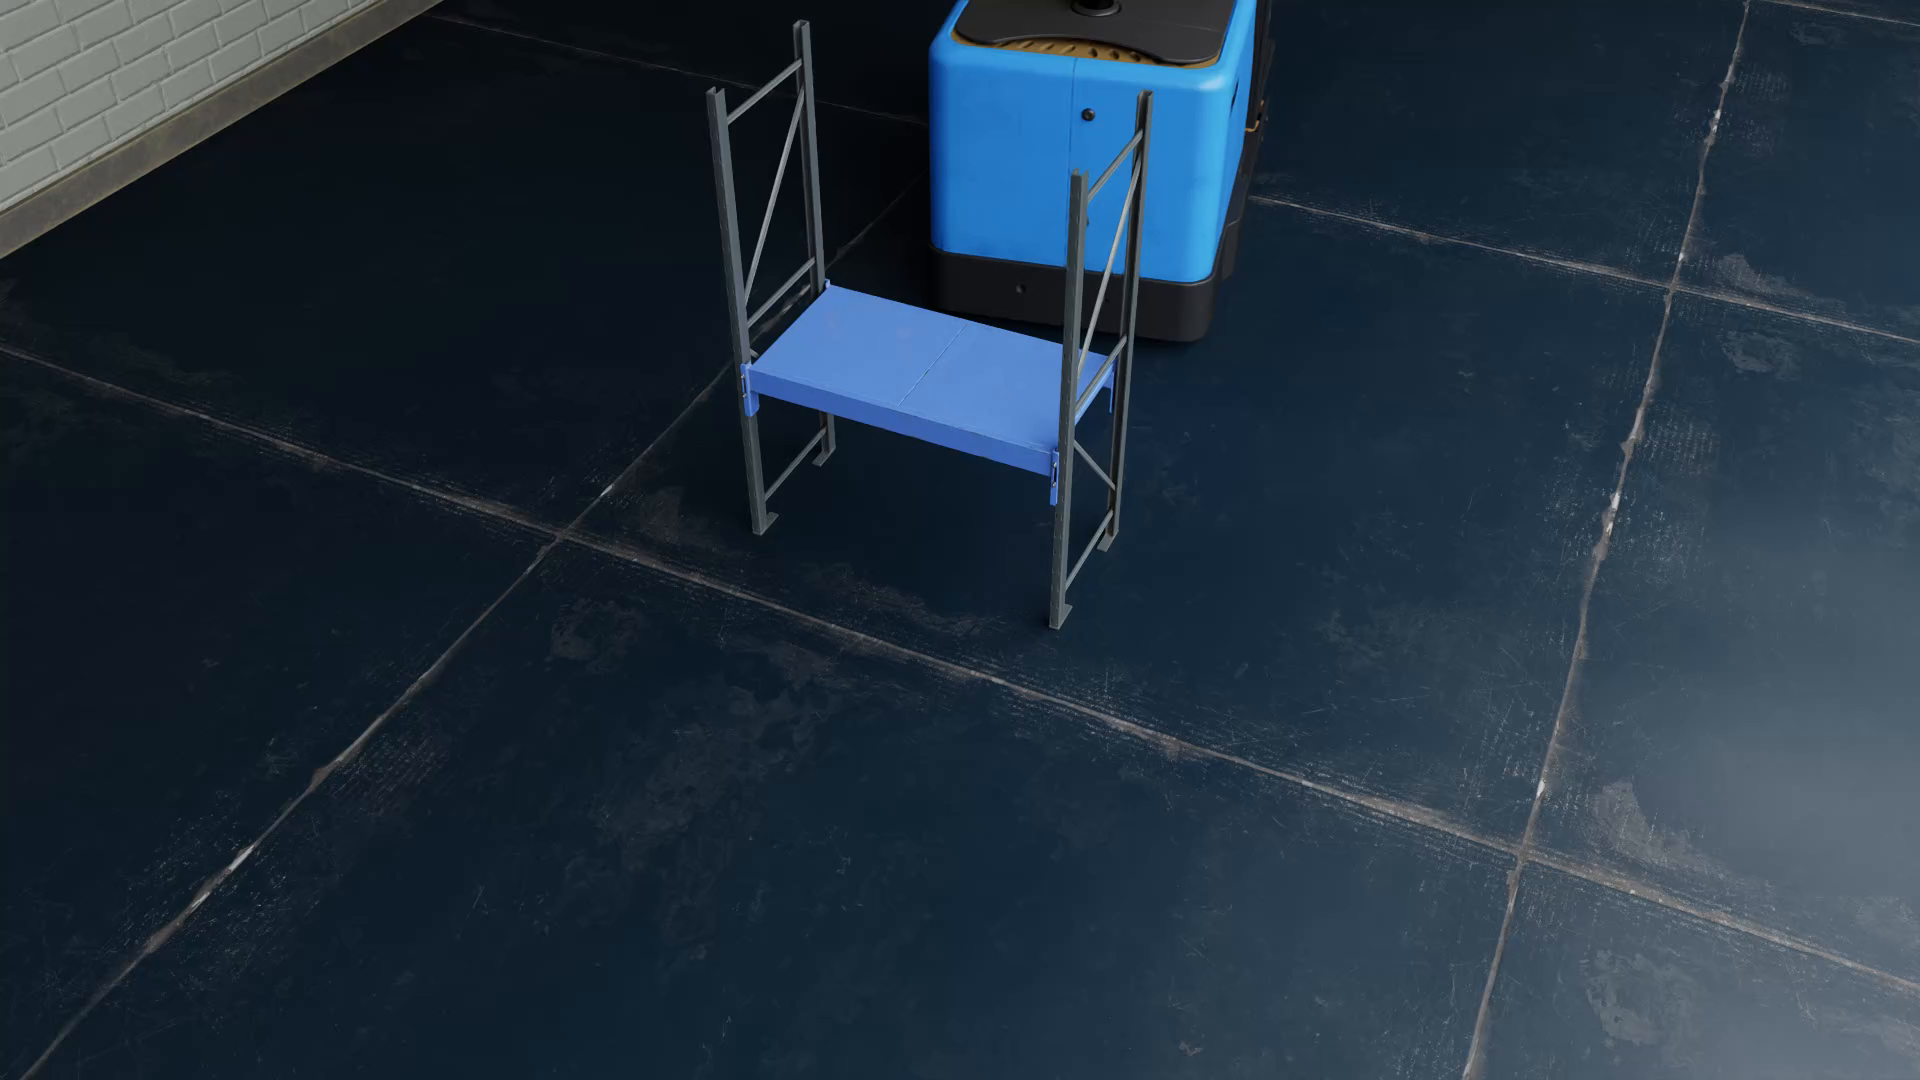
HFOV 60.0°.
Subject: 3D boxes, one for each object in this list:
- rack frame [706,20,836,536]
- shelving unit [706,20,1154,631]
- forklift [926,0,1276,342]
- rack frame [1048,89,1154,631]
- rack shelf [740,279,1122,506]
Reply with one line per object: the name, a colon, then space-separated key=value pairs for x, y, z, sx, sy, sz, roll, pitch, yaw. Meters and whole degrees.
rack frame: x=-0.538 y=-0.731 z=4.948 sx=0.032 sy=1.500 sz=0.500 roll=17 pitch=44 yaw=19
shelving unit: x=-0.077 y=-0.590 z=4.786 sx=1.048 sy=1.500 sz=0.538 roll=17 pitch=44 yaw=19
forklift: x=0.729 y=-2.792 z=6.233 sx=1.130 sy=2.935 sz=3.031 roll=9 pitch=42 yaw=10
rack frame: x=0.383 y=-0.450 z=4.624 sx=0.032 sy=1.500 sz=0.500 roll=17 pitch=44 yaw=19
rack shelf: x=-0.077 y=-0.454 z=4.904 sx=1.000 sy=0.185 sz=0.538 roll=17 pitch=44 yaw=19
